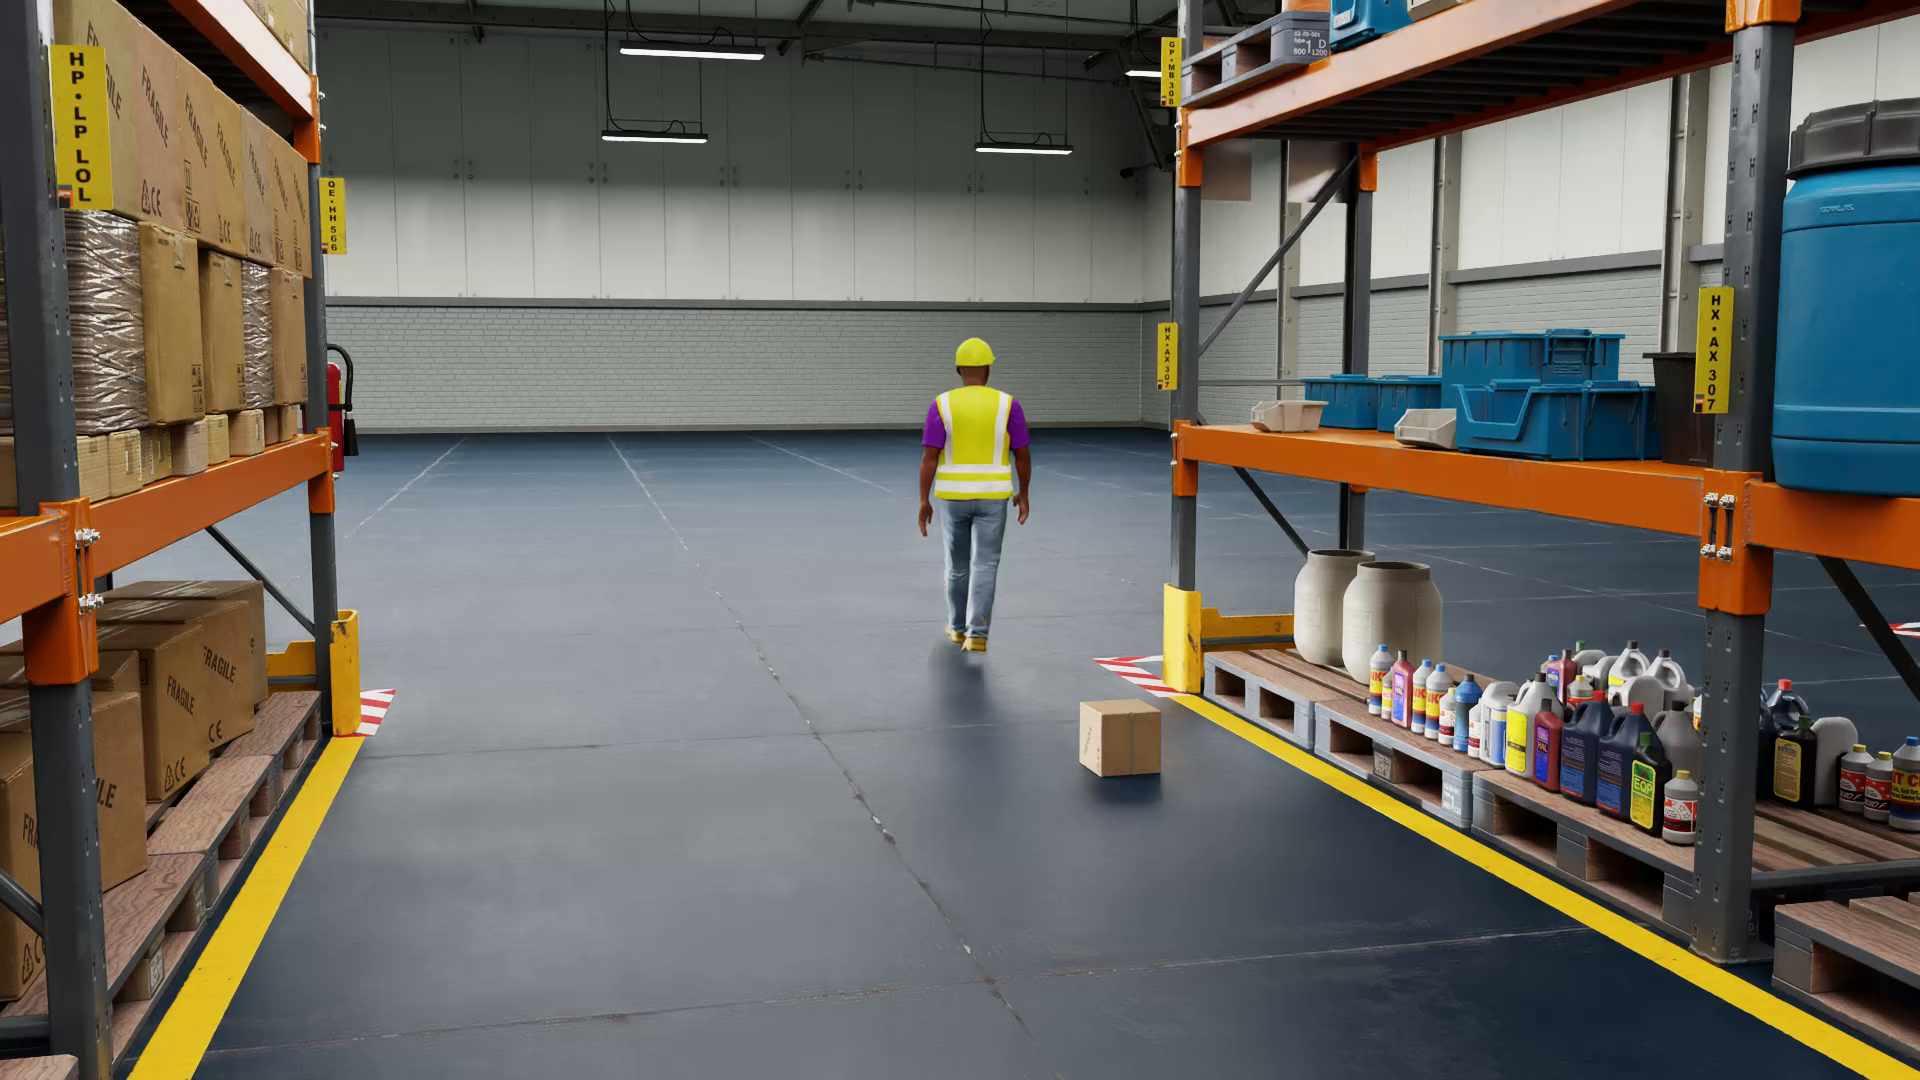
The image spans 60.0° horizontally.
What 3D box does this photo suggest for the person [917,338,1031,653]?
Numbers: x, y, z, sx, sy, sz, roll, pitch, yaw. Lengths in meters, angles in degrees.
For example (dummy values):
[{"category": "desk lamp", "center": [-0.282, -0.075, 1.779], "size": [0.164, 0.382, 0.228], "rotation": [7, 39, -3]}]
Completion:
[{"category": "person", "center": [0.088, -0.243, 9.158], "size": [0.612, 1.726, 1.015], "rotation": [1, 6, 5]}]
